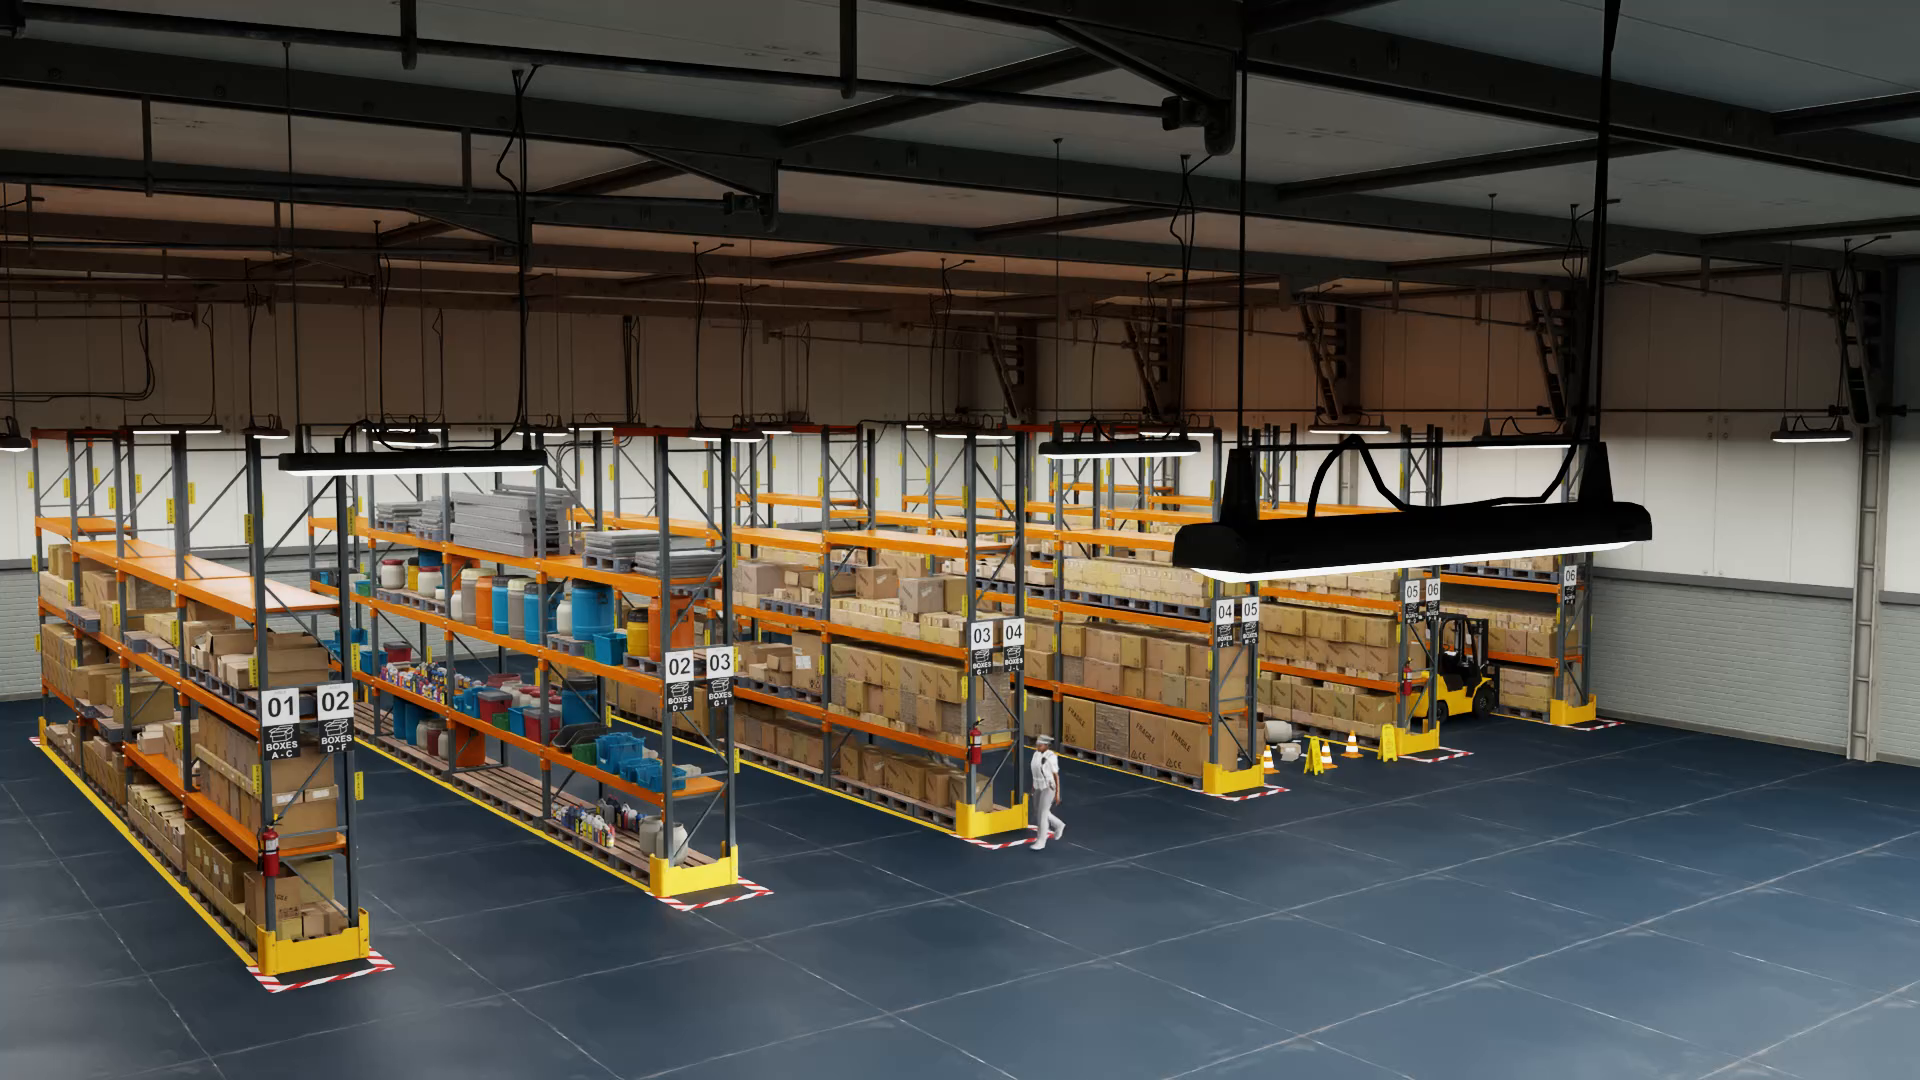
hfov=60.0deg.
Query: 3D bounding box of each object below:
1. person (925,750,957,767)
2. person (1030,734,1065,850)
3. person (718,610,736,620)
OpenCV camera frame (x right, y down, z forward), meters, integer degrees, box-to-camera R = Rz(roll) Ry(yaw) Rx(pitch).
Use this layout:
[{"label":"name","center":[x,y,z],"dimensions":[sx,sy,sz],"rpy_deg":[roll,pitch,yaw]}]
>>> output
[{"label":"person","center":[-0.331,3.151,29.600],"dimensions":[0.782,1.721,0.602],"rpy_deg":[2,5,26]},{"label":"person","center":[1.272,3.618,24.116],"dimensions":[0.790,1.632,0.551],"rpy_deg":[-3,6,-36]},{"label":"person","center":[-5.826,2.171,41.659],"dimensions":[0.600,1.761,0.499],"rpy_deg":[1,5,17]}]
